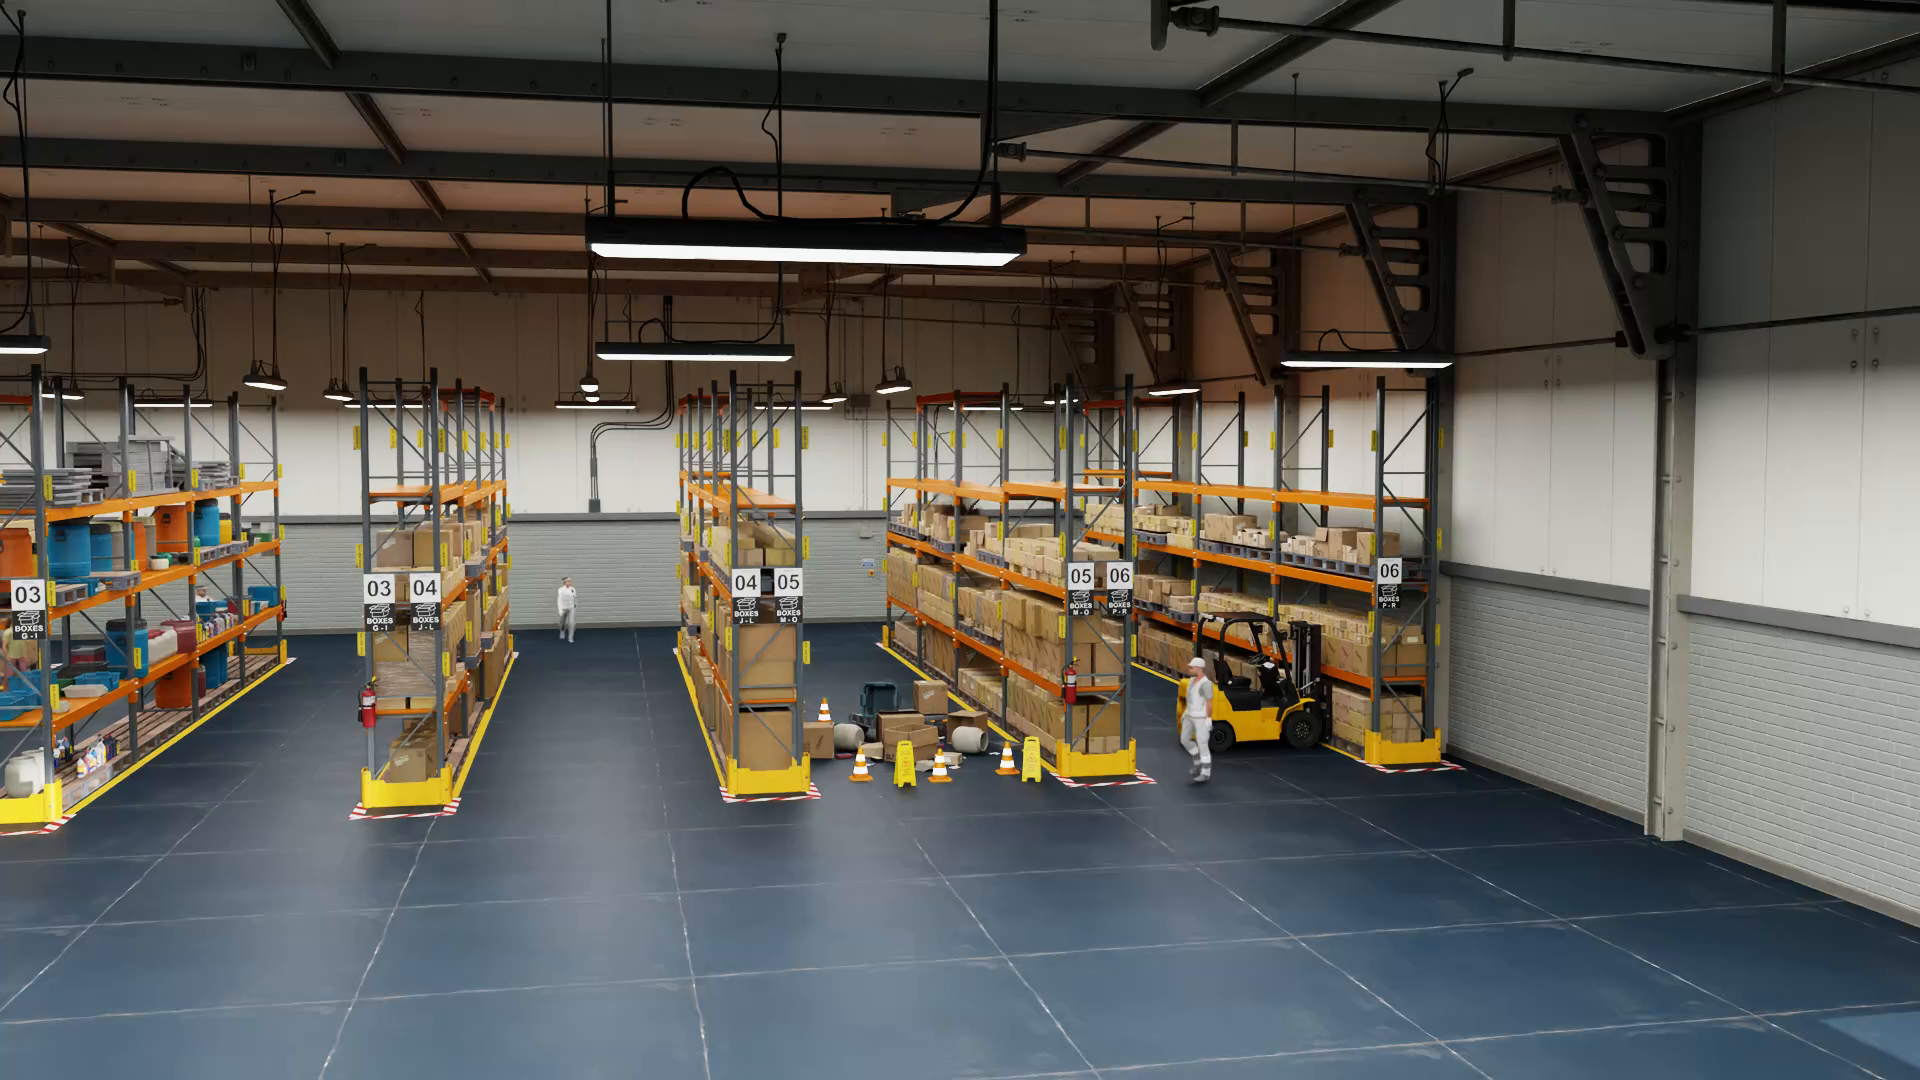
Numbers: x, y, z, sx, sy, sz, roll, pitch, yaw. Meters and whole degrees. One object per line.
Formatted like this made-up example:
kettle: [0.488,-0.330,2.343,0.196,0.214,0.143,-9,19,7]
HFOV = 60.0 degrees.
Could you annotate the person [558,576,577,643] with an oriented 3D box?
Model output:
person: [-9.747,1.705,41.311,0.468,1.653,0.707,-1,4,-14]

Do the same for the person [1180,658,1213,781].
person: [3.531,2.625,24.570,0.448,1.789,0.596,-1,4,-23]

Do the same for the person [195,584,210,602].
person: [-17.215,1.881,37.790,0.449,1.750,0.632,3,4,38]

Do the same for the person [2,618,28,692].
person: [-18.104,2.271,31.852,0.388,1.686,0.511,1,4,22]
